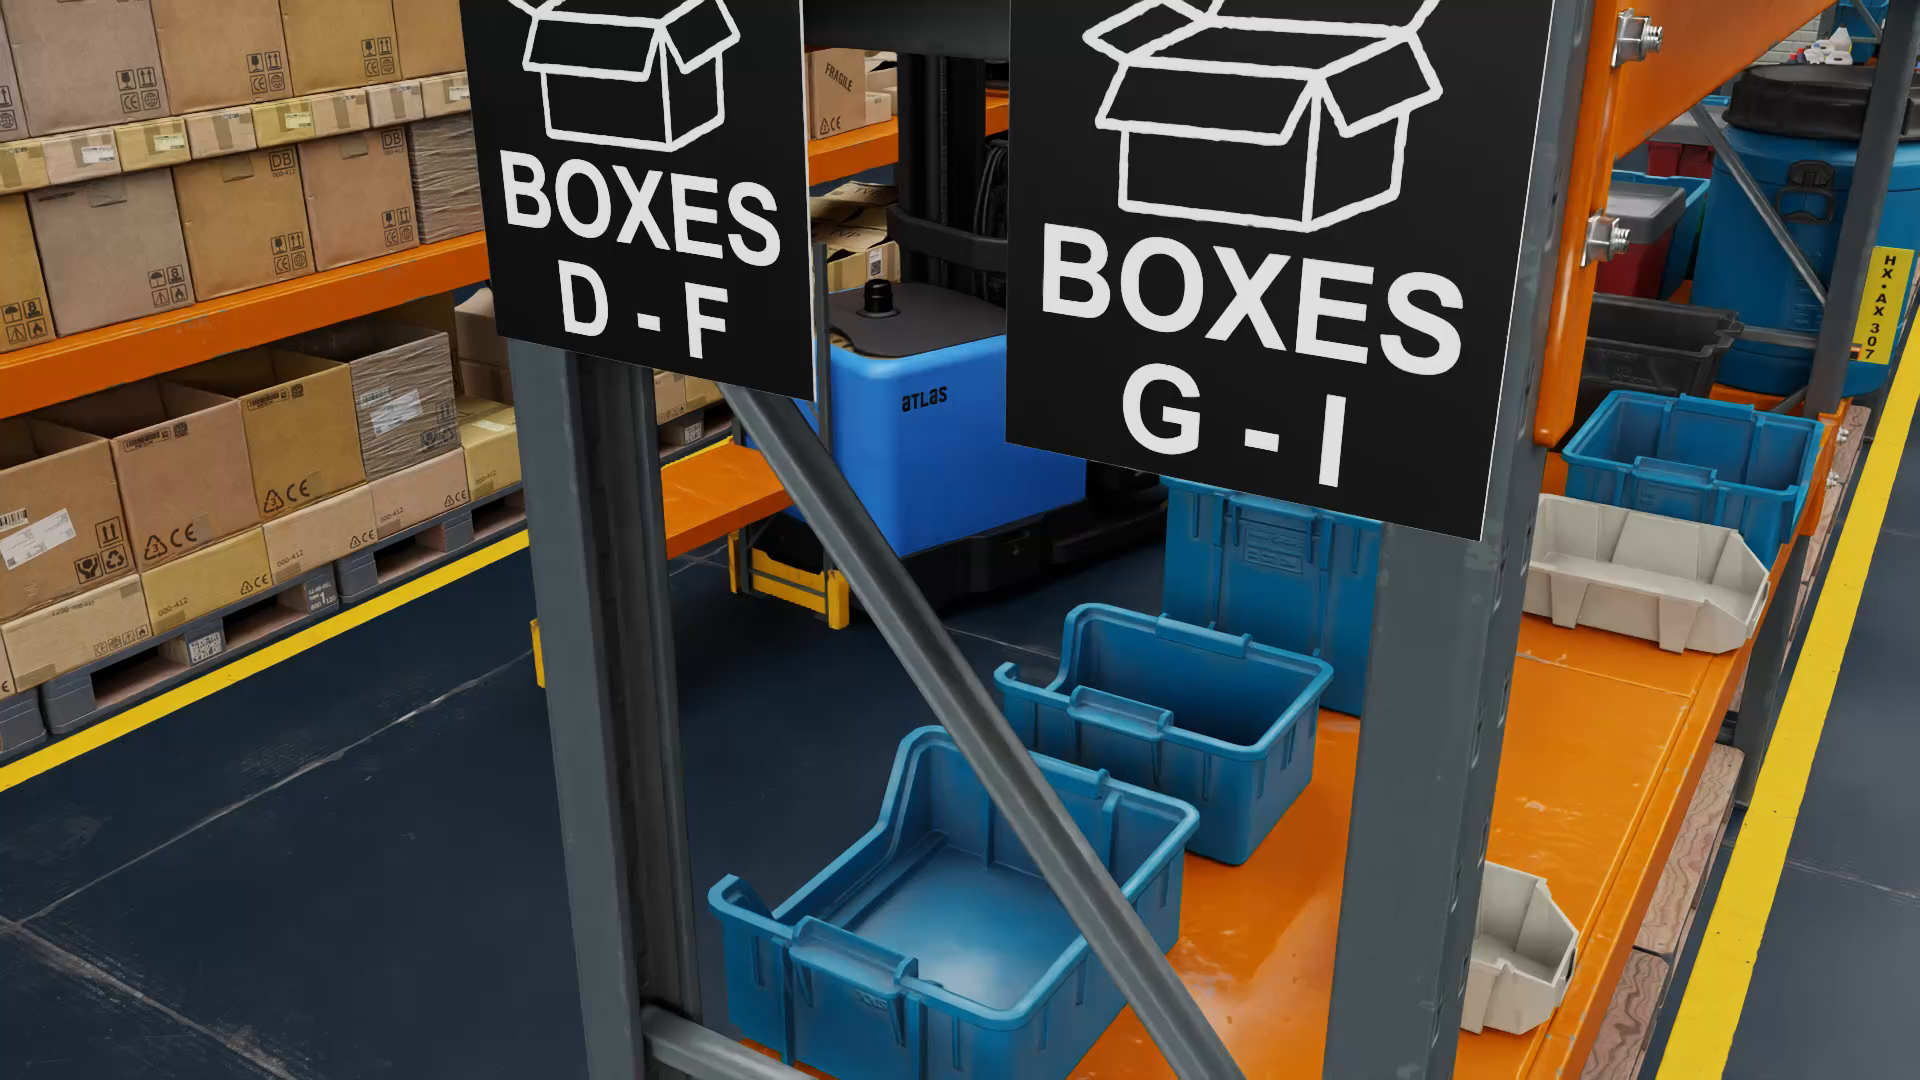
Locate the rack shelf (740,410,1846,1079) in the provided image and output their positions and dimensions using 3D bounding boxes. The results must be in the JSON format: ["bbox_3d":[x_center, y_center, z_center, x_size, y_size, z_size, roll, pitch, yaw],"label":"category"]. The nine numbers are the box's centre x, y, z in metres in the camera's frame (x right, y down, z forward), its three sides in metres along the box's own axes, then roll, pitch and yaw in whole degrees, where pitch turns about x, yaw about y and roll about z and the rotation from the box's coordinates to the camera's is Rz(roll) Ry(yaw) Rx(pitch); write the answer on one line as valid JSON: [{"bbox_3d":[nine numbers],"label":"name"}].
[{"bbox_3d":[1.050,0.361,3.547,1.077,0.370,4.000,14,27,29],"label":"rack shelf"}]

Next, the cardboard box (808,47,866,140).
[{"bbox_3d":[-0.863,-2.510,9.146,0.500,0.500,0.500,12,26,26],"label":"cardboard box"}]

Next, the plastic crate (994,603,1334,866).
[{"bbox_3d":[0.352,0.324,2.913,0.499,0.251,0.408,14,27,29],"label":"plastic crate"}]

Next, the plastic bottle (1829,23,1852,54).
[{"bbox_3d":[5.842,-3.257,11.061,0.144,0.351,0.185,14,27,29],"label":"plastic bottle"}]

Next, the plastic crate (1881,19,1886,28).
[{"bbox_3d":[6.988,-3.902,12.744,0.293,0.136,0.466,14,27,29],"label":"plastic crate"}]

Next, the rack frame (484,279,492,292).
[{"bbox_3d":[-2.101,-1.684,7.364,1.000,3.000,0.127,14,27,29],"label":"rack frame"}]

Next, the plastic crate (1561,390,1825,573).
[{"bbox_3d":[1.752,-0.146,3.998,0.499,0.251,0.616,14,27,29],"label":"plastic crate"}]

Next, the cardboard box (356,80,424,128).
[{"bbox_3d":[-2.331,-1.719,6.502,0.380,0.149,0.250,13,27,27],"label":"cardboard box"}]

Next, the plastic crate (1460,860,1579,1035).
[{"bbox_3d":[0.740,0.592,2.439,0.298,0.136,0.250,14,27,29],"label":"plastic crate"}]

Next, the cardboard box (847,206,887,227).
[{"bbox_3d":[-0.327,-1.817,9.898,0.500,0.311,0.500,13,27,28],"label":"cardboard box"}]

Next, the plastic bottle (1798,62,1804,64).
[{"bbox_3d":[4.888,-2.647,9.736,0.061,0.283,0.133,14,27,29],"label":"plastic bottle"}]

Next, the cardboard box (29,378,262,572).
[{"bbox_3d":[-2.946,-0.249,6.038,0.500,0.500,0.500,14,27,29],"label":"cardboard box"}]

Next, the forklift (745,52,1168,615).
[{"bbox_3d":[0.550,-1.501,7.028,3.031,2.935,1.130,-18,29,-35],"label":"forklift"}]

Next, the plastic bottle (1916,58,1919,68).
[{"bbox_3d":[5.746,-2.766,10.025,0.097,0.271,0.097,0,23,0],"label":"plastic bottle"}]

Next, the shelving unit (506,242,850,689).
[{"bbox_3d":[-0.983,-0.264,5.973,0.587,1.500,1.083,17,29,34],"label":"shelving unit"}]

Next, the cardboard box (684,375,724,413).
[{"bbox_3d":[-1.407,-0.871,8.419,0.500,0.250,0.500,15,27,30],"label":"cardboard box"}]

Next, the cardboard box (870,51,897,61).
[{"bbox_3d":[-0.221,-2.879,10.238,0.500,0.311,0.500,16,28,32],"label":"cardboard box"}]

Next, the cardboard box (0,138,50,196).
[{"bbox_3d":[-3.144,-1.200,5.303,0.380,0.149,0.250,13,27,28],"label":"cardboard box"}]

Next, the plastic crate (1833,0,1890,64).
[{"bbox_3d":[6.281,-3.594,11.720,0.392,0.384,0.575,14,27,29],"label":"plastic crate"}]

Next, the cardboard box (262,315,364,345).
[{"bbox_3d":[-2.869,-0.697,7.074,0.500,0.500,0.500,14,27,29],"label":"cardboard box"}]

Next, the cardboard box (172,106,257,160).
[{"bbox_3d":[-2.734,-1.462,5.910,0.380,0.149,0.250,15,27,30],"label":"cardboard box"}]

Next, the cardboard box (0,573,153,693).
[{"bbox_3d":[-3.215,0.263,5.800,0.500,0.250,0.500,14,27,29],"label":"cardboard box"}]

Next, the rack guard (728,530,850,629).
[{"bbox_3d":[-0.682,0.152,6.585,0.587,0.250,0.087,17,29,34],"label":"rack guard"}]

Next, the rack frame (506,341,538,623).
[{"bbox_3d":[-1.296,-0.101,5.595,0.500,1.500,0.032,17,29,34],"label":"rack frame"}]

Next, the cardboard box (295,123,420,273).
[{"bbox_3d":[-2.603,-1.399,6.580,0.700,0.500,0.500,14,27,28],"label":"cardboard box"}]

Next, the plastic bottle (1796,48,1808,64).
[{"bbox_3d":[4.956,-2.736,9.856,0.144,0.351,0.185,14,27,29],"label":"plastic bottle"}]

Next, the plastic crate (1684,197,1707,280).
[{"bbox_3d":[2.784,-1.194,6.499,0.450,0.188,0.662,14,27,29],"label":"plastic crate"}]

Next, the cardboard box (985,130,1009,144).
[{"bbox_3d":[0.328,-2.817,11.631,0.500,0.250,0.500,15,28,31],"label":"cardboard box"}]

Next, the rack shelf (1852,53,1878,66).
[{"bbox_3d":[7.380,-3.689,12.902,1.077,0.370,4.000,14,27,29],"label":"rack shelf"}]

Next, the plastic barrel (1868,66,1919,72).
[{"bbox_3d":[4.227,-1.837,7.546,0.600,0.536,0.708,14,27,29],"label":"plastic barrel"}]

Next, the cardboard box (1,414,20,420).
[{"bbox_3d":[-3.666,-0.193,5.908,0.500,0.500,0.500,14,27,29],"label":"cardboard box"}]

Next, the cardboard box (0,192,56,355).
[{"bbox_3d":[-3.415,-0.879,5.379,0.700,0.500,0.500,14,27,29],"label":"cardboard box"}]

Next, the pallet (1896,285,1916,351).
[{"bbox_3d":[5.239,-1.400,10.218,1.003,0.211,1.213,14,27,29],"label":"pallet"}]

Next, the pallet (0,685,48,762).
[{"bbox_3d":[-3.844,0.679,5.416,1.003,0.211,1.213,14,27,29],"label":"pallet"}]

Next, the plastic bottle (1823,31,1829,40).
[{"bbox_3d":[5.769,-3.257,11.144,0.061,0.283,0.133,14,27,29],"label":"plastic bottle"}]

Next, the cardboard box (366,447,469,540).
[{"bbox_3d":[-2.433,-0.246,6.974,0.500,0.250,0.500,14,27,29],"label":"cardboard box"}]

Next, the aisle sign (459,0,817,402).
[{"bbox_3d":[-0.296,-0.525,1.416,0.394,0.787,0.004,14,27,29],"label":"aisle sign"}]

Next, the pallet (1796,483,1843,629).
[{"bbox_3d":[3.129,-0.051,7.103,1.003,0.211,1.213,14,27,29],"label":"pallet"}]

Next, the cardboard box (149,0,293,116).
[{"bbox_3d":[-2.860,-1.834,5.952,0.700,0.500,0.500,14,27,29],"label":"cardboard box"}]

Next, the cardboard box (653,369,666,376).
[{"bbox_3d":[-1.672,-0.959,7.917,0.500,0.311,0.500,14,27,29],"label":"cardboard box"}]

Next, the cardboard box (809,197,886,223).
[{"bbox_3d":[-0.787,-1.928,10.154,0.500,0.311,0.500,13,27,28],"label":"cardboard box"}]

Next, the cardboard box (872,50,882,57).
[{"bbox_3d":[-1.070,-5.039,17.732,0.700,0.500,0.500,15,27,30],"label":"cardboard box"}]

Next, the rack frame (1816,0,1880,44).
[{"bbox_3d":[6.325,-3.345,11.200,1.000,3.000,0.127,14,27,29],"label":"rack frame"}]

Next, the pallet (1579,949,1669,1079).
[{"bbox_3d":[1.072,1.267,4.059,1.003,0.211,1.213,14,27,29],"label":"pallet"}]

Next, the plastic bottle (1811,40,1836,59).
[{"bbox_3d":[5.564,-3.088,10.763,0.152,0.276,0.135,14,27,29],"label":"plastic bottle"}]
